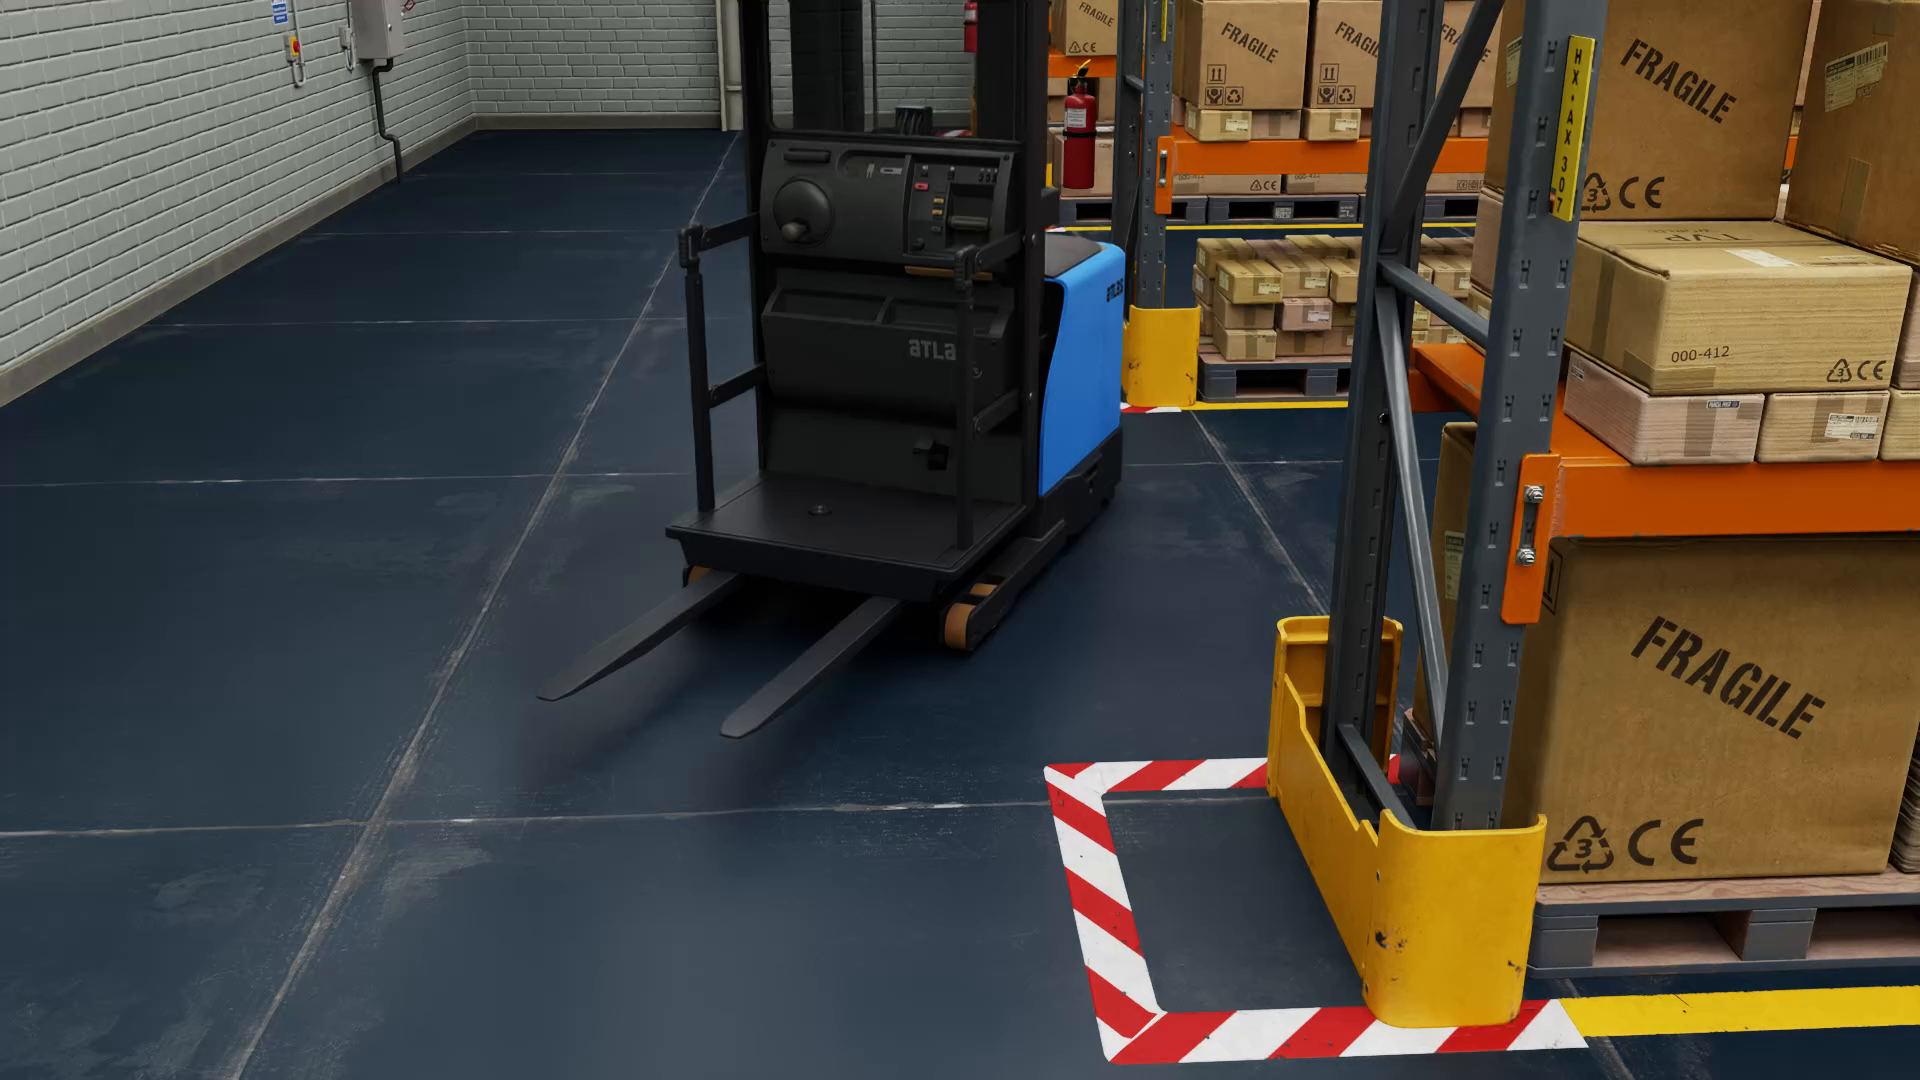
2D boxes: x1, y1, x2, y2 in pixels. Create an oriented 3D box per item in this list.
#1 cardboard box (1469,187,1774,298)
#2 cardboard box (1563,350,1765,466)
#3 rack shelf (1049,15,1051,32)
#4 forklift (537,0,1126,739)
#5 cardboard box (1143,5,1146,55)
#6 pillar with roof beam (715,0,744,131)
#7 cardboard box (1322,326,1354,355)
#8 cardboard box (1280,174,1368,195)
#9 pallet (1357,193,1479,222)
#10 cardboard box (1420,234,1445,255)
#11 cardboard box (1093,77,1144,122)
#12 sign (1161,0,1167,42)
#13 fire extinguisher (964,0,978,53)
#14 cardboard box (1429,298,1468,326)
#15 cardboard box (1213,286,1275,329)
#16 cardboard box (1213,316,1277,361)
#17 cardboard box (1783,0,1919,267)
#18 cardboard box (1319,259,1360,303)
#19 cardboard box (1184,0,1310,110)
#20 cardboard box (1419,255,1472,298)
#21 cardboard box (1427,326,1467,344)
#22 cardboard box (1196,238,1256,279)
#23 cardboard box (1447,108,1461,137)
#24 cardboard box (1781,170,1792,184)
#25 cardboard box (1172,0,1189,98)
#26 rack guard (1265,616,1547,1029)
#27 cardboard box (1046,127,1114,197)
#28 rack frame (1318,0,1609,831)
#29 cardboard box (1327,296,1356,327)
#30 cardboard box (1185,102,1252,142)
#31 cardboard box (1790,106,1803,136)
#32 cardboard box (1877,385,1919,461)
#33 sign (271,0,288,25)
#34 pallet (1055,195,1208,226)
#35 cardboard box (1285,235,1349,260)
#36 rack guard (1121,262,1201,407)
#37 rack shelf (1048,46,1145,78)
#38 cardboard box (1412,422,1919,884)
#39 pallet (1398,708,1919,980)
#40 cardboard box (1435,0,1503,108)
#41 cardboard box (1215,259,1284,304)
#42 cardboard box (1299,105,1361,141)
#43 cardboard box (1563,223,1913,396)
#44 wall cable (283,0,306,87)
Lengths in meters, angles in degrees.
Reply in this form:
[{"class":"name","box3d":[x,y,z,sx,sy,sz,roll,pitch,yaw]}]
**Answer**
[{"class":"cardboard box","box3d":[1.570,-0.687,4.003,0.500,0.250,0.500,-1,21,-4]},{"class":"cardboard box","box3d":[1.475,-0.287,3.512,0.250,0.149,0.380,-1,21,-2]},{"class":"rack shelf","box3d":[2.246,-5.502,17.868,4.000,0.370,1.077,-1,21,-3]},{"class":"forklift","box3d":[-0.340,-1.162,5.553,1.130,2.935,3.031,8,22,21]},{"class":"cardboard box","box3d":[1.535,-4.009,12.795,0.500,0.500,0.500,-1,21,-4]},{"class":"pillar with roof beam","box3d":[-2.249,-7.338,13.247,0.400,9.000,9.100,-1,21,-3]},{"class":"cardboard box","box3d":[1.965,-1.081,8.661,0.250,0.149,0.380,-1,21,-2]},{"class":"cardboard box","box3d":[3.003,-3.122,13.615,0.875,0.438,0.875,-2,21,-5]},{"class":"pallet","box3d":[3.766,-2.825,13.745,1.213,0.211,1.003,-1,21,-3]},{"class":"cardboard box","box3d":[2.466,-1.564,9.094,0.250,0.149,0.380,0,21,-1]},{"class":"cardboard box","box3d":[1.721,-4.808,17.957,0.500,0.500,0.700,0,21,-1]},{"class":"sign","box3d":[0.951,-2.490,7.729,0.005,0.325,0.100,-1,21,-3]},{"class":"fire extinguisher","box3d":[0.129,-5.420,17.275,0.183,0.674,0.296,-1,21,-3]},{"class":"cardboard box","box3d":[2.495,-1.228,8.630,0.250,0.149,0.380,-2,21,-6]},{"class":"cardboard box","box3d":[1.457,-1.201,8.557,0.250,0.149,0.380,0,21,-1]},{"class":"cardboard box","box3d":[1.461,-1.039,8.551,0.250,0.149,0.380,-1,21,-2]},{"class":"cardboard box","box3d":[2.096,-0.858,3.397,0.500,0.500,0.500,-2,21,-4]},{"class":"cardboard box","box3d":[1.989,-1.318,8.448,0.250,0.149,0.380,-1,21,-3]},{"class":"cardboard box","box3d":[1.384,-2.375,8.085,0.500,0.500,0.500,0,21,0]},{"class":"cardboard box","box3d":[2.510,-1.355,8.544,0.250,0.149,0.380,0,21,-1]},{"class":"cardboard box","box3d":[2.476,-1.086,8.675,0.250,0.149,0.380,-1,21,-3]},{"class":"cardboard box","box3d":[1.434,-1.521,8.981,0.250,0.149,0.380,-1,21,-2]},{"class":"cardboard box","box3d":[2.308,-2.108,8.295,0.250,0.149,0.380,-1,21,-4]},{"class":"cardboard box","box3d":[6.938,-3.399,13.730,0.875,0.875,0.875,-1,21,-2]},{"class":"cardboard box","box3d":[1.353,-2.565,8.583,0.500,0.500,0.500,-1,21,-2]},{"class":"rack guard","box3d":[1.078,0.654,4.200,0.348,0.500,1.175,-1,21,-3]},{"class":"cardboard box","box3d":[1.189,-3.082,13.512,0.875,0.438,0.875,-2,21,-5]},{"class":"rack frame","box3d":[1.102,-0.514,3.756,0.127,3.000,1.000,-1,21,-3]},{"class":"cardboard box","box3d":[1.973,-1.223,8.615,0.250,0.149,0.380,-1,21,-2]},{"class":"cardboard box","box3d":[1.262,-2.051,8.145,0.250,0.149,0.380,-1,21,-3]},{"class":"cardboard box","box3d":[4.120,-2.125,8.340,0.250,0.149,0.380,0,21,-1]},{"class":"cardboard box","box3d":[1.987,-0.298,3.541,0.250,0.149,0.380,-2,21,-4]},{"class":"sign","box3d":[-5.150,-4.020,12.584,0.001,0.218,0.327,-1,21,-3]},{"class":"pallet","box3d":[1.330,-2.775,13.614,1.213,0.211,1.003,-1,21,-3]},{"class":"cardboard box","box3d":[1.939,-1.556,9.073,0.250,0.149,0.380,-2,21,-4]},{"class":"rack guard","box3d":[0.995,-1.112,8.838,0.348,0.500,1.175,-1,21,-3]},{"class":"rack shelf","box3d":[2.533,-3.739,13.237,4.000,0.370,1.077,-1,21,-3]},{"class":"cardboard box","box3d":[1.736,0.241,4.168,0.875,0.875,0.875,-1,21,-3]},{"class":"pallet","box3d":[1.896,0.745,4.368,1.213,0.211,1.003,-1,21,-3]},{"class":"cardboard box","box3d":[2.406,-2.400,8.152,0.500,0.500,0.500,-1,21,-2]},{"class":"cardboard box","box3d":[1.462,-1.310,8.427,0.250,0.149,0.380,-2,21,-6]},{"class":"cardboard box","box3d":[1.785,-2.057,8.162,0.250,0.149,0.380,-2,21,-5]},{"class":"cardboard box","box3d":[1.596,-0.497,3.504,0.500,0.250,0.500,-2,21,-4]},{"class":"wall cable","box3d":[-5.092,-4.401,12.494,0.123,1.953,0.585,-1,21,-3]}]
